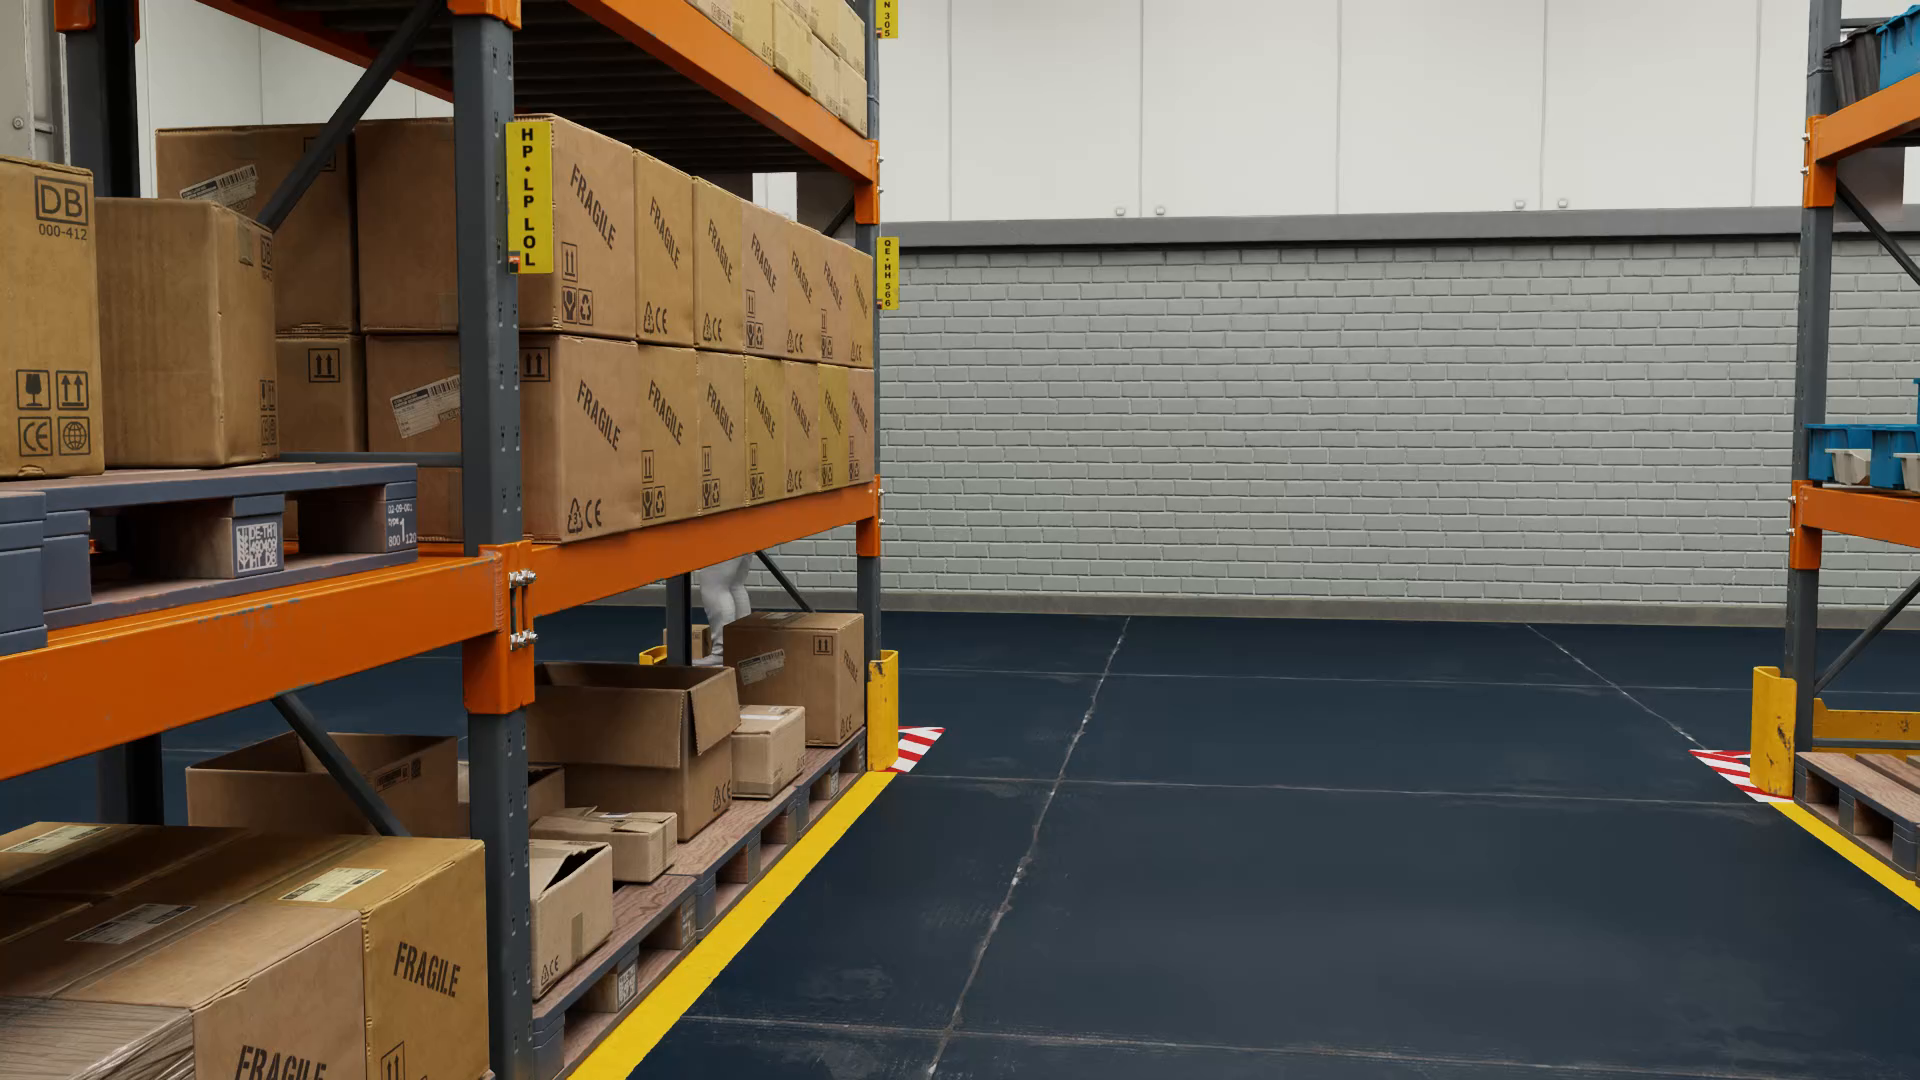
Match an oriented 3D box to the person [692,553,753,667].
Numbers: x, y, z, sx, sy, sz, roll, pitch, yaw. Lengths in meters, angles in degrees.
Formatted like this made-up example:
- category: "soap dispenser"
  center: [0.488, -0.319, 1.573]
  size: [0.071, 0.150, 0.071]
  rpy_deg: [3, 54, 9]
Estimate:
- category: "person"
  center: [-1.475, -0.069, 10.468]
  size: [0.469, 1.749, 0.602]
  rpy_deg: [0, 4, 6]
